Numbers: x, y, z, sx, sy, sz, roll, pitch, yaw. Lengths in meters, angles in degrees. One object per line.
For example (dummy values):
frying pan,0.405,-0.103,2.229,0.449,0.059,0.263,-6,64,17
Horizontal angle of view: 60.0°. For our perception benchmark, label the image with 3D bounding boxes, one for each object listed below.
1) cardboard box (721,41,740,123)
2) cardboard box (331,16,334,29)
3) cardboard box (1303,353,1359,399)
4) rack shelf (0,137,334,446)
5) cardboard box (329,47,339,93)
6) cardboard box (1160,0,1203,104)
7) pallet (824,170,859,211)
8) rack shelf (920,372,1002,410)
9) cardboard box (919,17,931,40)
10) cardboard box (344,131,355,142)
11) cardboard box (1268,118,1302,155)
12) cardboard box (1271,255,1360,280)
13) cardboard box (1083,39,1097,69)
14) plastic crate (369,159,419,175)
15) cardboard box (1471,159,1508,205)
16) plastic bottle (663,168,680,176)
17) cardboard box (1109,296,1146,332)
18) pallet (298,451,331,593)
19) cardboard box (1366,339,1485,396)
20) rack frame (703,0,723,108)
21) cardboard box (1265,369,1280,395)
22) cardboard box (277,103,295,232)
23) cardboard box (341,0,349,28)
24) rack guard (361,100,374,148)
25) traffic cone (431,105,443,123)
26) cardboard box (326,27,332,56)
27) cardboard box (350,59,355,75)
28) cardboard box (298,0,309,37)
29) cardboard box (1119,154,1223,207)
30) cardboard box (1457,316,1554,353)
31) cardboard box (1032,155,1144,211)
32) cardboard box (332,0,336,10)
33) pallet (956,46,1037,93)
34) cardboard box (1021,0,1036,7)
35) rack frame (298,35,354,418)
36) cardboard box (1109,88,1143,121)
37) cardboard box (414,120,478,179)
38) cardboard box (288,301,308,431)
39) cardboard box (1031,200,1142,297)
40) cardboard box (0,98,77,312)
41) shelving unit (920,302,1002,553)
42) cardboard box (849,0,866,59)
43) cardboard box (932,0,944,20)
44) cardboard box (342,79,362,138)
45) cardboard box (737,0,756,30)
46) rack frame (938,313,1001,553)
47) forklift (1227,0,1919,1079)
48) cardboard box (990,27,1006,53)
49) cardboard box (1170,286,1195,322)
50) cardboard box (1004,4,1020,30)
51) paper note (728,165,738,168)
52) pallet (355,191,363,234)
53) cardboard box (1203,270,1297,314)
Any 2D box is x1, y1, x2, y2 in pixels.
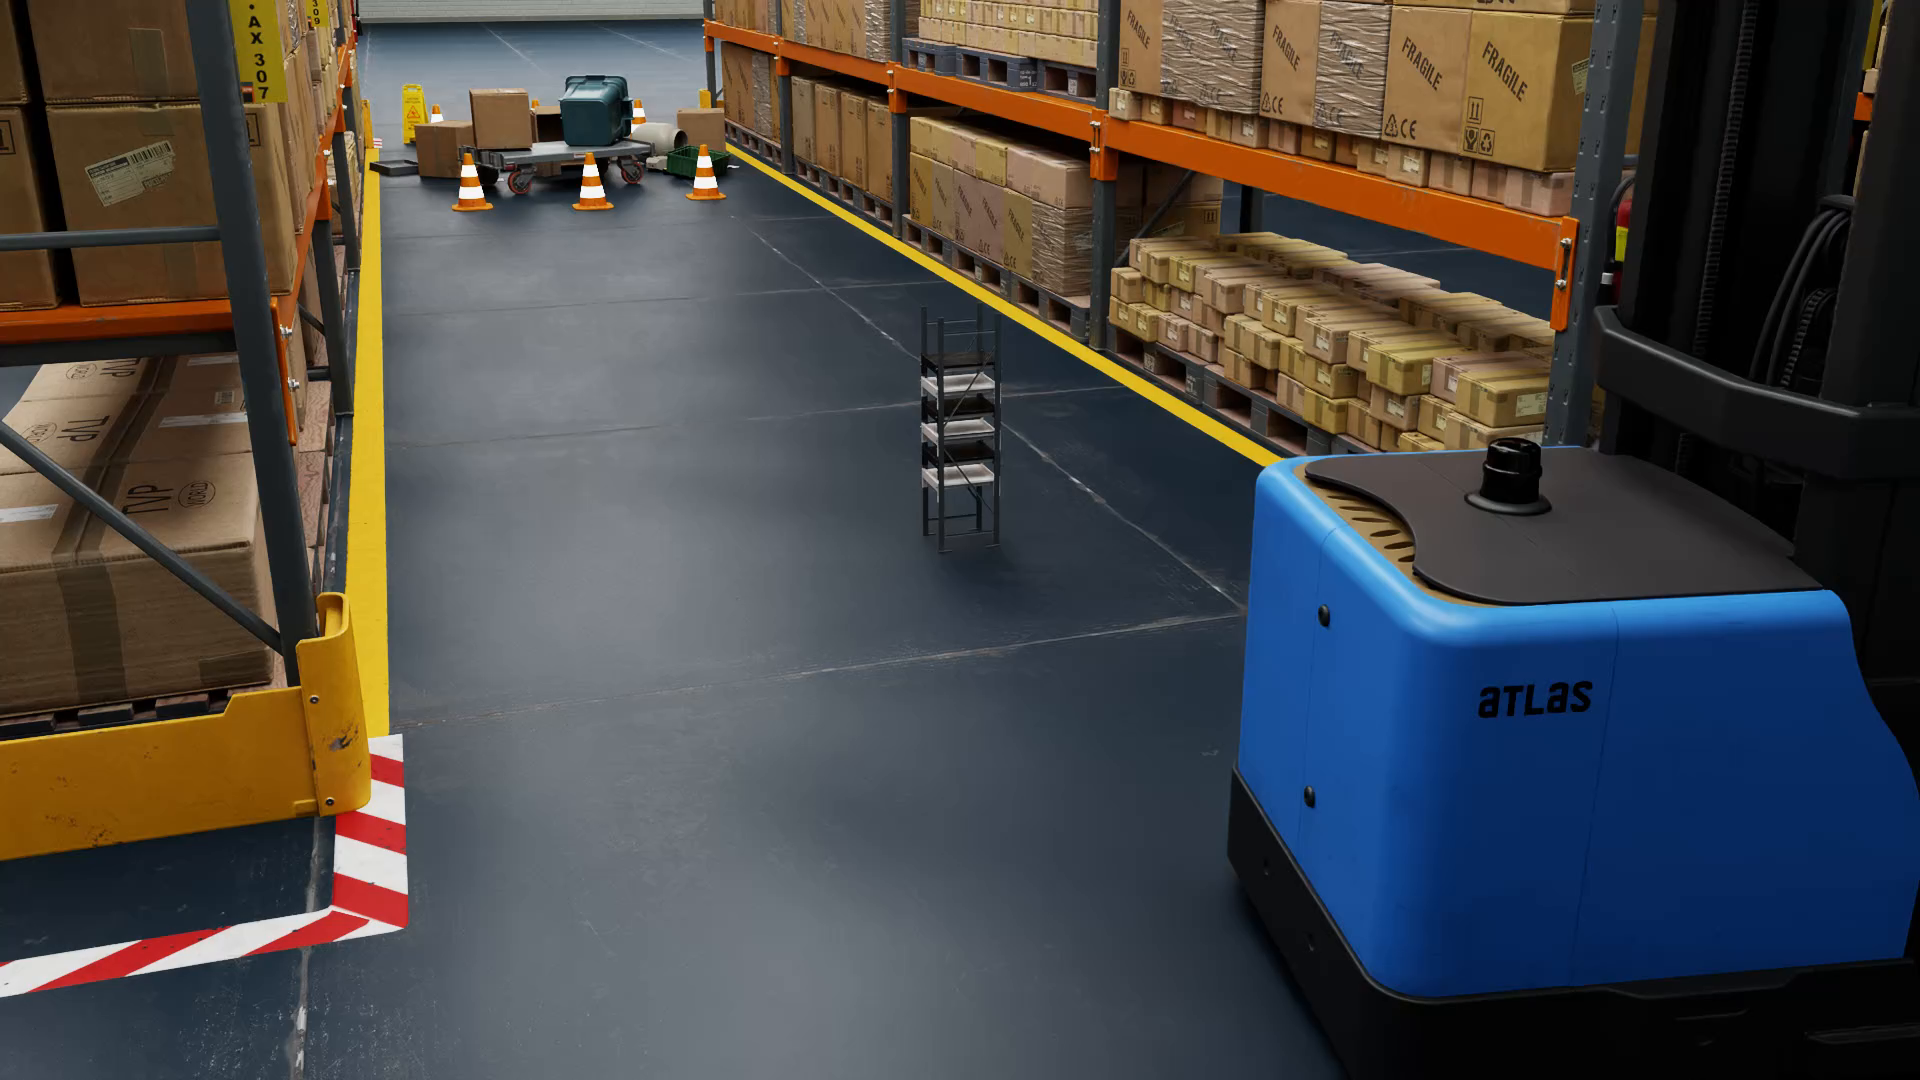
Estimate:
cardboard box,-2.270,-5.375,19.466,0.875,0.875,0.875,-6,21,-17
cardboard box,-5.225,-4.161,13.314,0.380,0.149,0.250,-6,21,-17
cardboard box,1.706,-0.720,7.140,0.380,0.149,0.250,-6,21,-16
rack shelf,-2.813,-0.999,5.823,1.077,0.370,4.000,-6,21,-17
cardboard box,-4.118,-2.895,10.261,0.500,0.250,0.500,-6,21,-16
cardboard box,1.304,-2.381,8.019,0.500,0.500,0.500,-6,21,-17
pallet,-0.588,-3.160,14.903,1.003,0.211,1.213,-6,21,-17
rack shelf,0.003,-0.559,6.208,0.258,0.077,0.200,-6,21,-17
cardboard box,-0.083,-3.735,12.129,0.380,0.149,0.250,-7,21,-18
cardboard box,-5.789,-3.339,14.541,0.950,0.372,0.625,-6,21,-17
cardboard box,1.592,-1.795,7.348,0.380,0.149,0.250,-6,21,-15
cardboard box,1.795,-1.338,8.421,0.380,0.149,0.250,-6,21,-15
cardboard box,0.913,-2.723,9.311,0.380,0.149,0.250,-7,21,-18
plastic crate,-5.671,-3.763,16.775,0.402,0.080,0.583,-15,25,-36
cardboard box,2.070,-1.294,5.953,0.380,0.149,0.250,-6,21,-17
plastic bottle,-2.808,-3.650,16.488,0.283,0.061,0.133,17,26,39
cardboard box,1.035,-1.242,9.034,0.380,0.149,0.250,-7,21,-20
pallet,-2.890,-0.022,6.166,1.003,0.211,1.213,-6,21,-17
cardboard box,1.849,-0.689,6.613,0.380,0.149,0.250,-7,21,-18
rack frame,-2.546,-6.388,19.764,1.000,3.000,0.127,-6,21,-17
cardboard box,1.637,-0.754,7.674,0.380,0.149,0.250,-6,21,-16
cardboard box,-2.248,-1.086,4.855,0.500,0.500,0.500,-7,21,-18
cardboard box,-5.830,-4.904,15.044,0.500,0.500,0.500,-6,21,-17
rack guard,-7.190,-4.629,18.564,1.175,0.500,0.348,-6,21,-17
traffic cone,-5.854,-4.635,18.636,0.336,0.463,0.334,-6,21,-17
cardboard box,-3.961,-2.973,9.737,0.500,0.250,0.500,-7,21,-19
cardboard box,-6.031,-4.537,15.988,0.380,0.149,0.250,-6,20,-15
cardboard box,-3.031,-2.374,6.963,0.500,0.500,0.500,-7,21,-18
cardboard box,1.244,-2.177,10.006,0.500,0.250,0.500,-7,21,-20
cardboard box,2.326,-0.835,7.019,0.380,0.149,0.250,-7,21,-20
cardboard box,0.752,-2.124,9.859,0.500,0.250,0.500,-7,21,-19
cardboard box,-5.280,-4.482,13.248,0.500,0.500,0.500,-6,21,-15
pallet,0.629,-3.100,10.893,1.003,0.211,1.213,-6,21,-17
cardboard box,0.593,-3.337,10.141,0.380,0.149,0.250,-7,21,-19
rack frame,-3.442,-1.979,7.489,1.000,3.000,0.127,-6,21,-17
cardboard box,1.004,-2.293,8.736,0.380,0.149,0.250,-6,21,-15
cardboard box,-5.001,-3.859,16.418,0.500,0.500,0.500,8,21,20
cardboard box,-3.346,-0.758,7.258,0.875,0.438,0.875,-7,21,-18
cardboard box,0.754,-1.769,9.981,0.500,0.500,0.500,-7,21,-18
cardboard box,-2.587,-0.869,4.251,0.500,0.500,0.500,-6,21,-17
shelving unit,0.003,-0.421,6.257,0.258,0.900,0.210,-6,21,-17
cardboard box,-0.584,-4.144,13.369,0.500,0.500,0.500,-6,21,-17
cardboard box,0.017,-3.777,11.805,0.380,0.149,0.250,-5,20,-15
cardboard box,-5.885,-4.021,15.510,0.500,0.500,0.500,-5,20,-15
cardboard box,-1.930,-5.812,17.937,0.875,0.550,0.500,-6,21,-17
rack frame,0.034,-0.388,6.166,0.240,0.900,0.006,-6,21,-17
forklift,2.211,-0.466,3.379,3.031,2.935,1.130,-3,20,-8
cardboard box,0.417,-3.226,10.712,0.380,0.149,0.250,-7,21,-19
cardboard box,1.311,-1.237,8.579,0.380,0.149,0.250,-7,21,-18
cardboard box,0.495,-3.286,10.438,0.380,0.149,0.250,-6,21,-17
paper note,-2.360,-3.827,17.025,0.142,0.020,0.147,12,23,30
pallet,-5.323,-2.592,13.320,1.003,0.211,1.213,-6,21,-17
cardboard box,1.400,-1.198,8.032,0.380,0.149,0.250,-6,21,-16
